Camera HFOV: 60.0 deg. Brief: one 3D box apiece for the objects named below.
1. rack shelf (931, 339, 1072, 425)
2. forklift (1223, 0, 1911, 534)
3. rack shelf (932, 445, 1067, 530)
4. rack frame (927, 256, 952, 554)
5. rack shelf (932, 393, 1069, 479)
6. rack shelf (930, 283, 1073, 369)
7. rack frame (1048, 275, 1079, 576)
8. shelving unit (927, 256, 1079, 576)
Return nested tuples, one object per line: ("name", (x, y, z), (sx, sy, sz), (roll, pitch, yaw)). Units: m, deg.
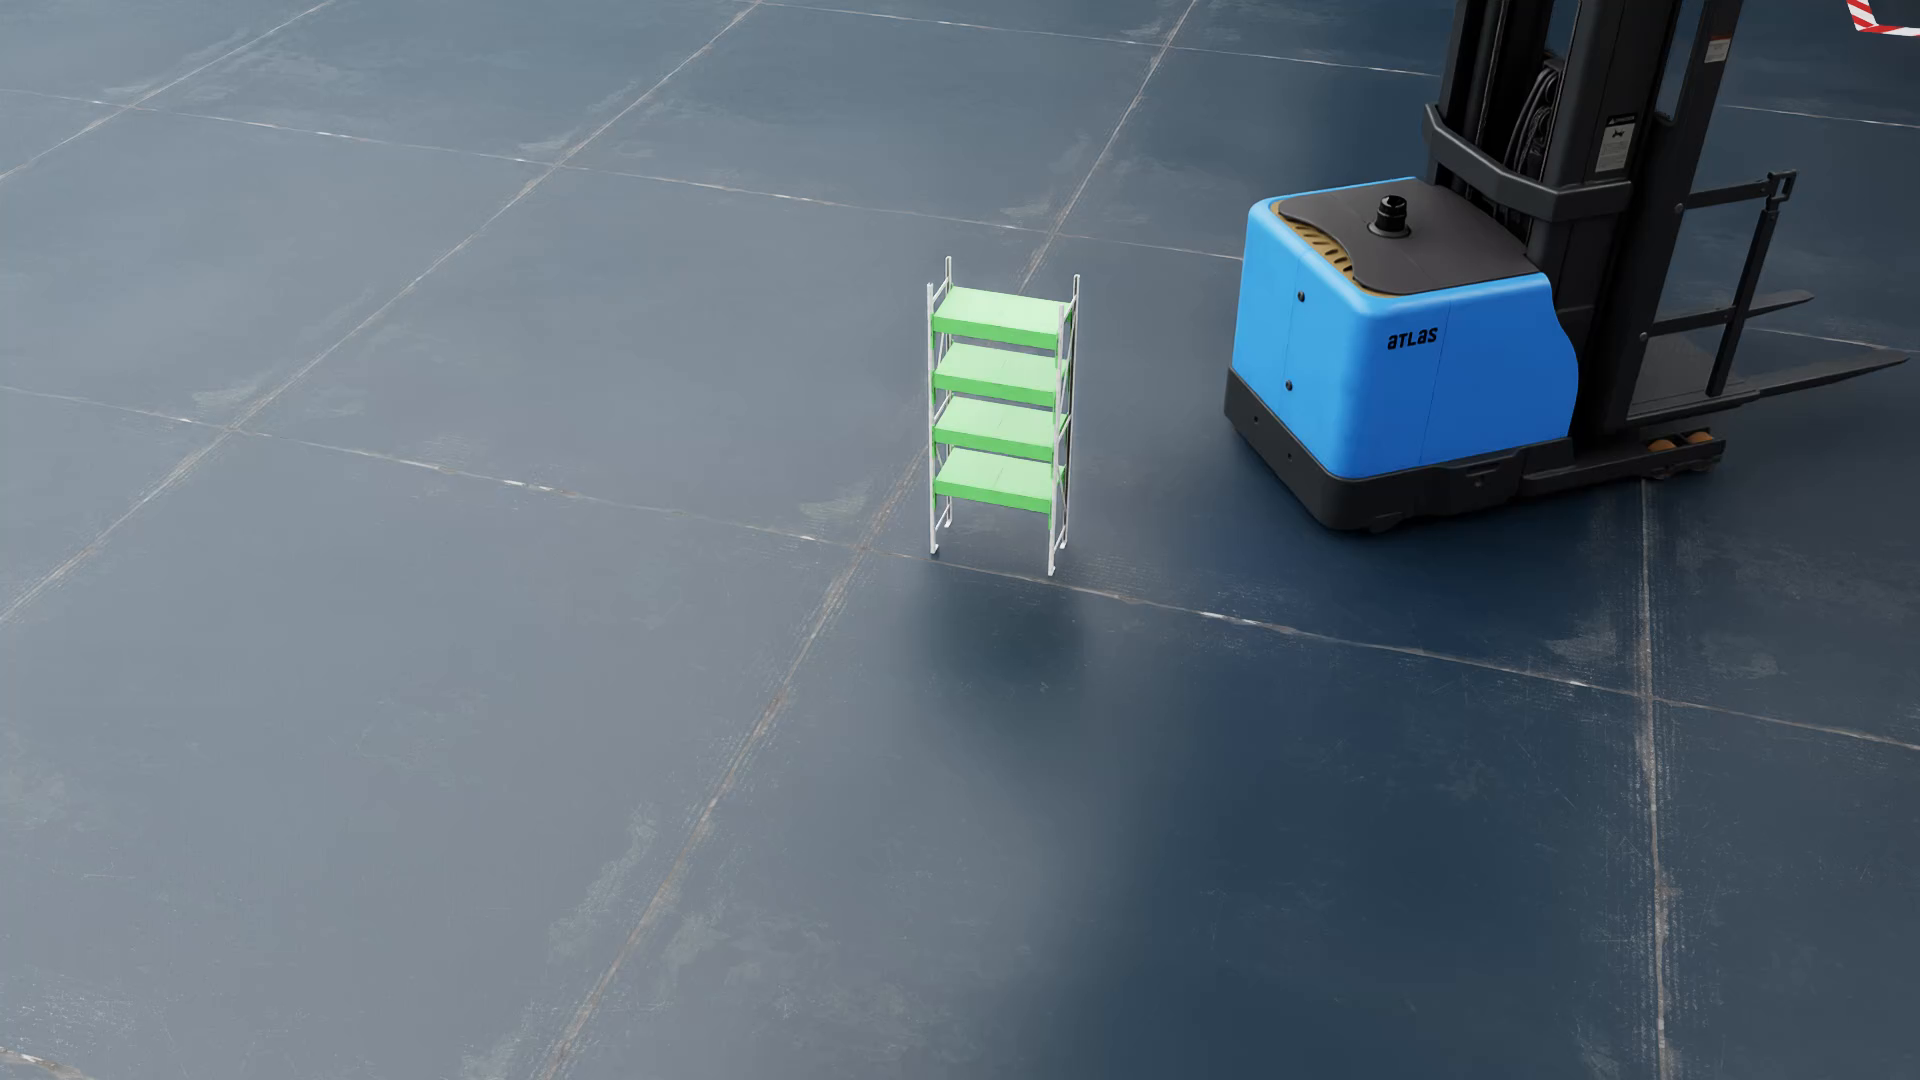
("rack shelf", (0.158, -0.596, 6.250), (0.480, 0.148, 0.258), (10, 38, 14))
("forklift", (2.748, -1.725, 6.621), (3.031, 2.935, 1.130), (-11, 38, -15))
("rack shelf", (0.158, -0.209, 6.535), (0.480, 0.148, 0.258), (10, 38, 14))
("rack frame", (-0.075, -0.497, 6.413), (0.015, 1.200, 0.240), (10, 38, 14))
("rack shelf", (0.158, -0.402, 6.392), (0.480, 0.148, 0.258), (10, 38, 14))
("rack shelf", (0.158, -0.789, 6.108), (0.480, 0.148, 0.258), (10, 38, 14))
("rack frame", (0.391, -0.411, 6.296), (0.015, 1.200, 0.240), (10, 38, 14))
("shelving unit", (0.158, -0.454, 6.355), (0.503, 1.200, 0.258), (10, 38, 14))
